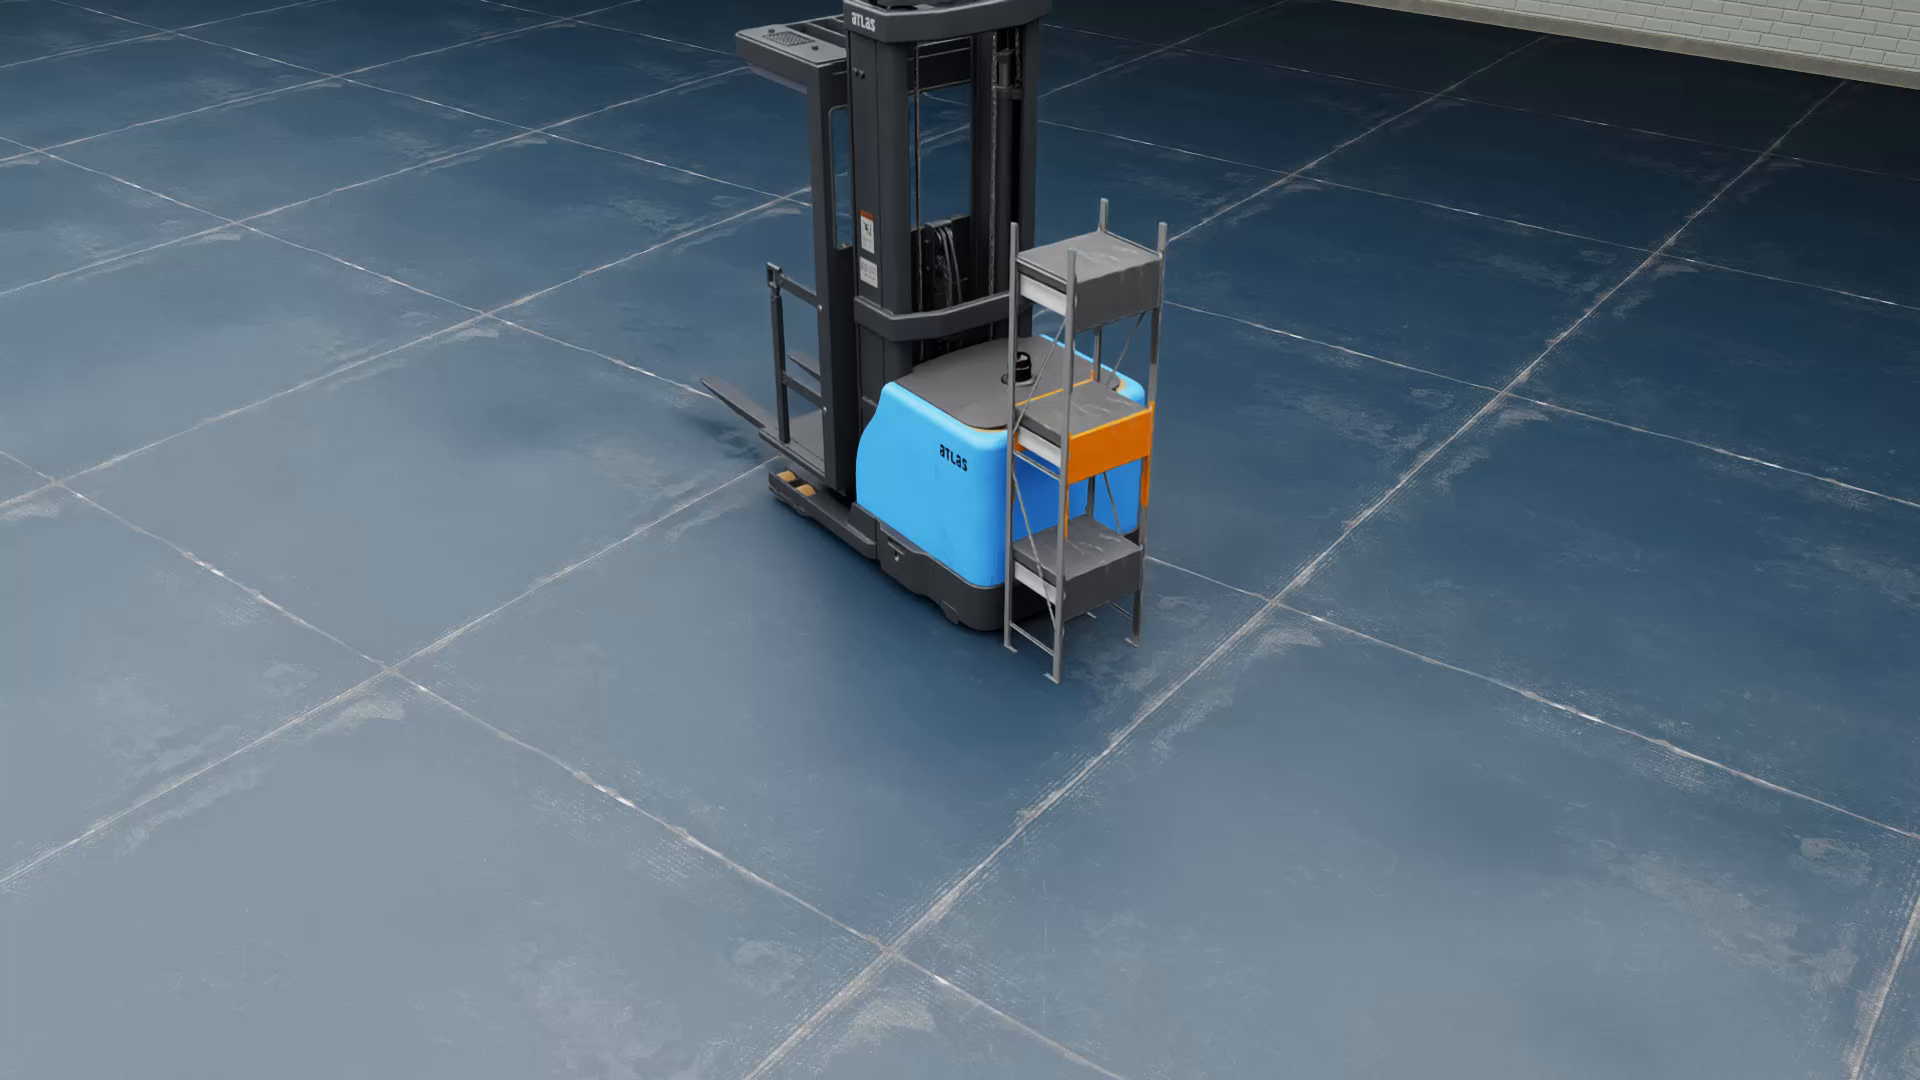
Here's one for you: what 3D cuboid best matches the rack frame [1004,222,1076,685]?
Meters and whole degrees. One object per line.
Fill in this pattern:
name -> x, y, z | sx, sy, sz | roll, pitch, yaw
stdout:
rack frame -> 0.334, -0.322, 7.233 | 0.015, 2.100, 0.400 | -21, 36, -31

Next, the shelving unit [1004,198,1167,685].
shelving unit -> 0.529, -0.396, 7.359 | 0.503, 2.100, 0.431 | -21, 36, -31

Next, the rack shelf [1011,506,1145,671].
rack shelf -> 0.529, 0.218, 7.723 | 0.480, 0.518, 0.431 | -21, 36, -31

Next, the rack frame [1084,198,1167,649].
rack frame -> 0.725, -0.471, 7.485 | 0.015, 2.100, 0.400 | -21, 36, -31

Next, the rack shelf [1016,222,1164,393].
rack shelf -> 0.529, -0.987, 7.009 | 0.480, 0.518, 0.431 | -21, 36, -31

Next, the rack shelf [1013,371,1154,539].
rack shelf -> 0.529, -0.384, 7.366 | 0.480, 0.518, 0.431 | -21, 36, -31

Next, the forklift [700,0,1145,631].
forklift -> -0.387, -1.525, 8.449 | 1.130, 2.935, 3.031 | -21, 36, -31
